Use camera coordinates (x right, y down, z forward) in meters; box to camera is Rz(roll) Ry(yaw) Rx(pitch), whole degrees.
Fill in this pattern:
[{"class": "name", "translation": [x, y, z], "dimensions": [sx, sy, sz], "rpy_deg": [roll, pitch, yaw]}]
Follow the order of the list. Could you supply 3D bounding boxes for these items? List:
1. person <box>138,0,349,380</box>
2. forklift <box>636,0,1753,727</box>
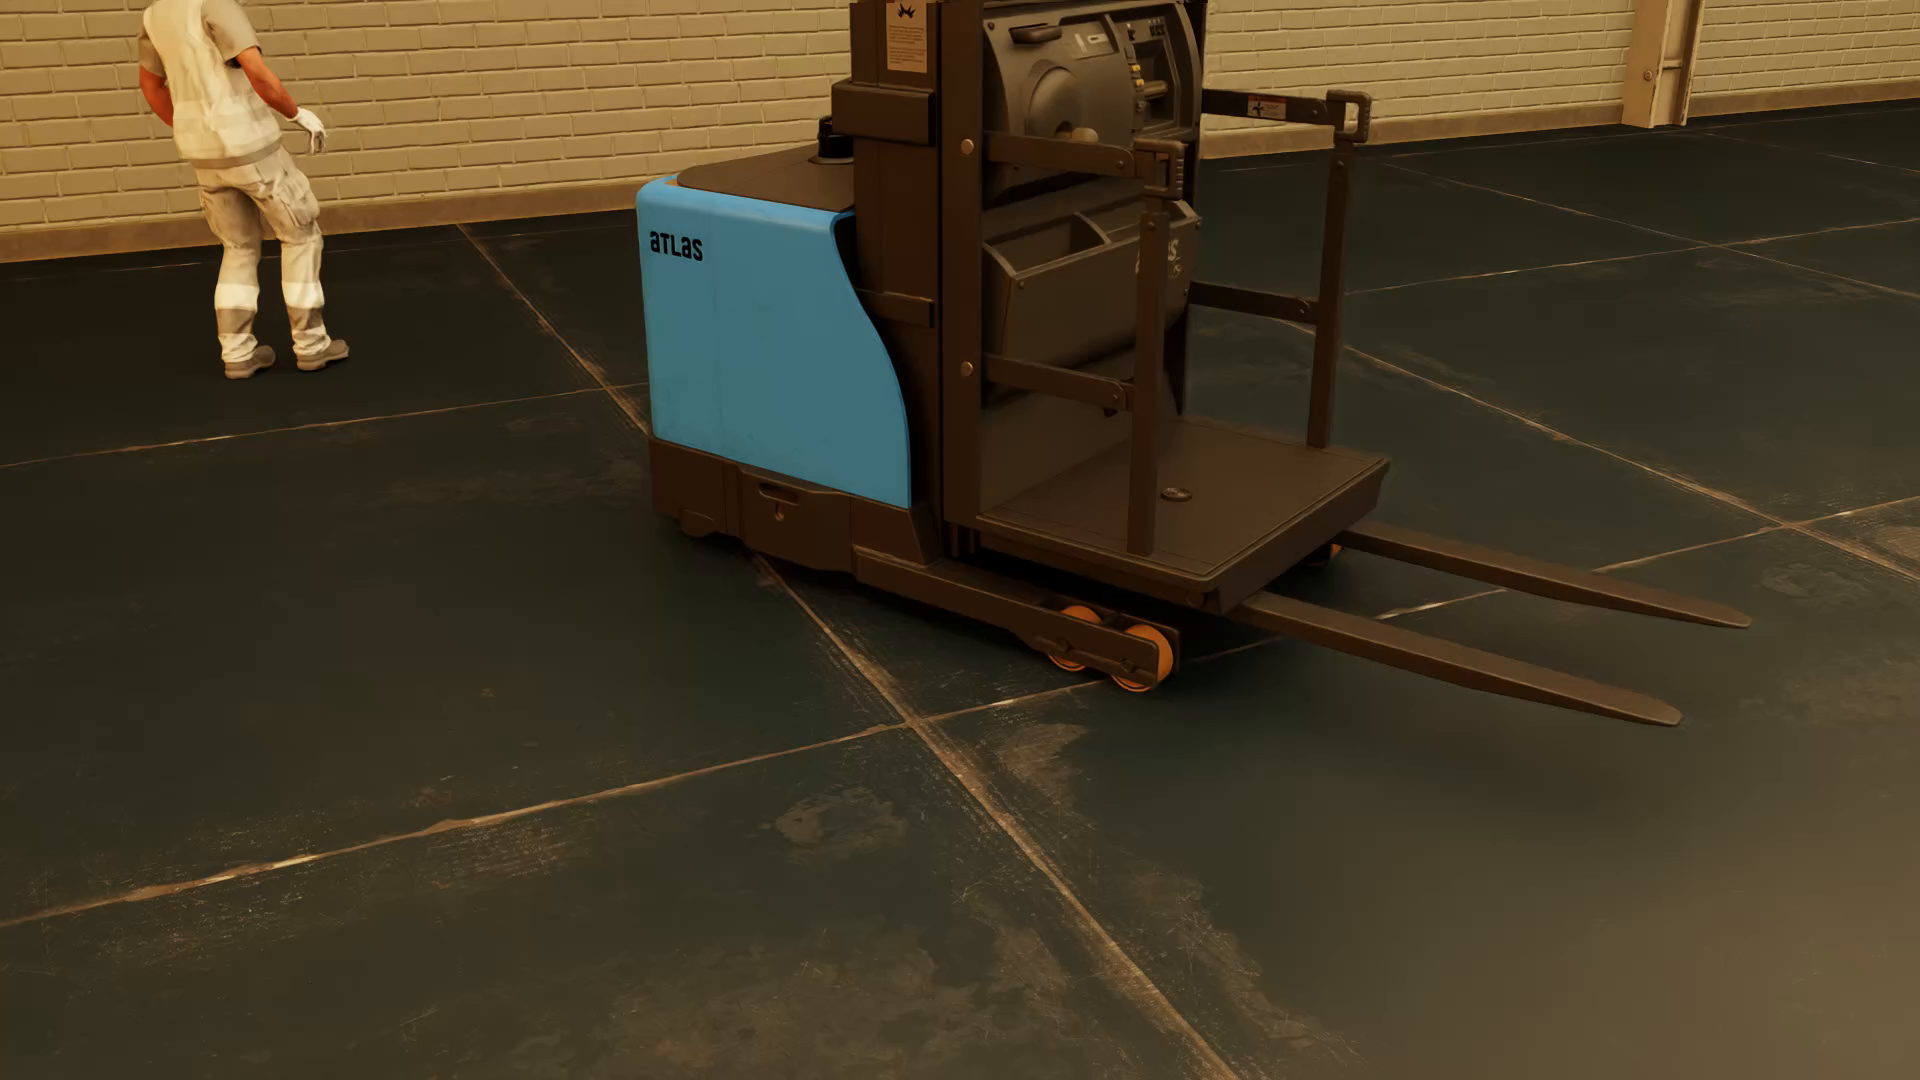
[{"class": "person", "translation": [-2.806, -1.524, 6.499], "dimensions": [0.742, 1.751, 0.507], "rpy_deg": [8, 24, 20]}, {"class": "forklift", "translation": [0.528, -1.201, 4.178], "dimensions": [3.031, 2.935, 1.130], "rpy_deg": [16, 27, 34]}]
